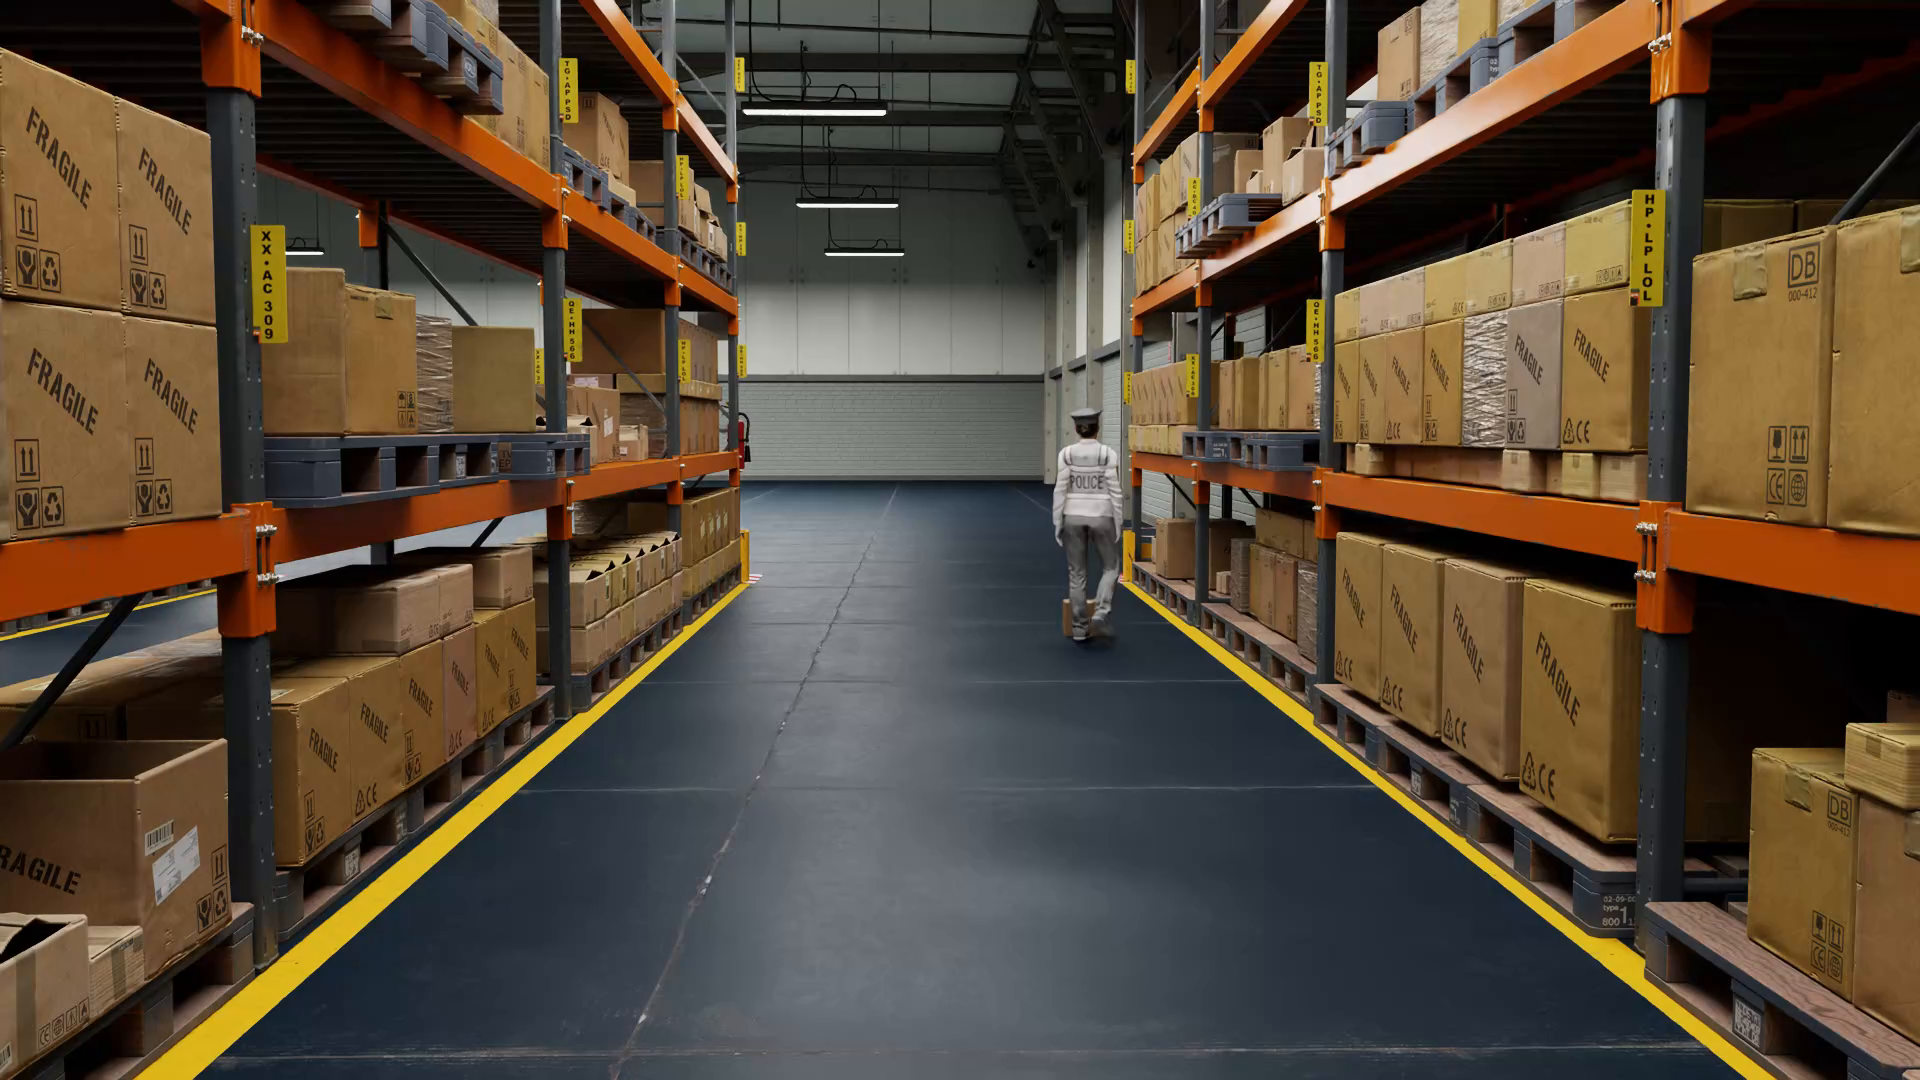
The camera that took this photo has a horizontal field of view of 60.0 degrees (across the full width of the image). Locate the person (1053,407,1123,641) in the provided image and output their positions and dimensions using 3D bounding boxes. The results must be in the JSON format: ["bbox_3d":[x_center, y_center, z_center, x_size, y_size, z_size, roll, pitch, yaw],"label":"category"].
[{"bbox_3d":[0.904,-0.111,11.801,0.497,1.668,0.509,1,4,11],"label":"person"}]
